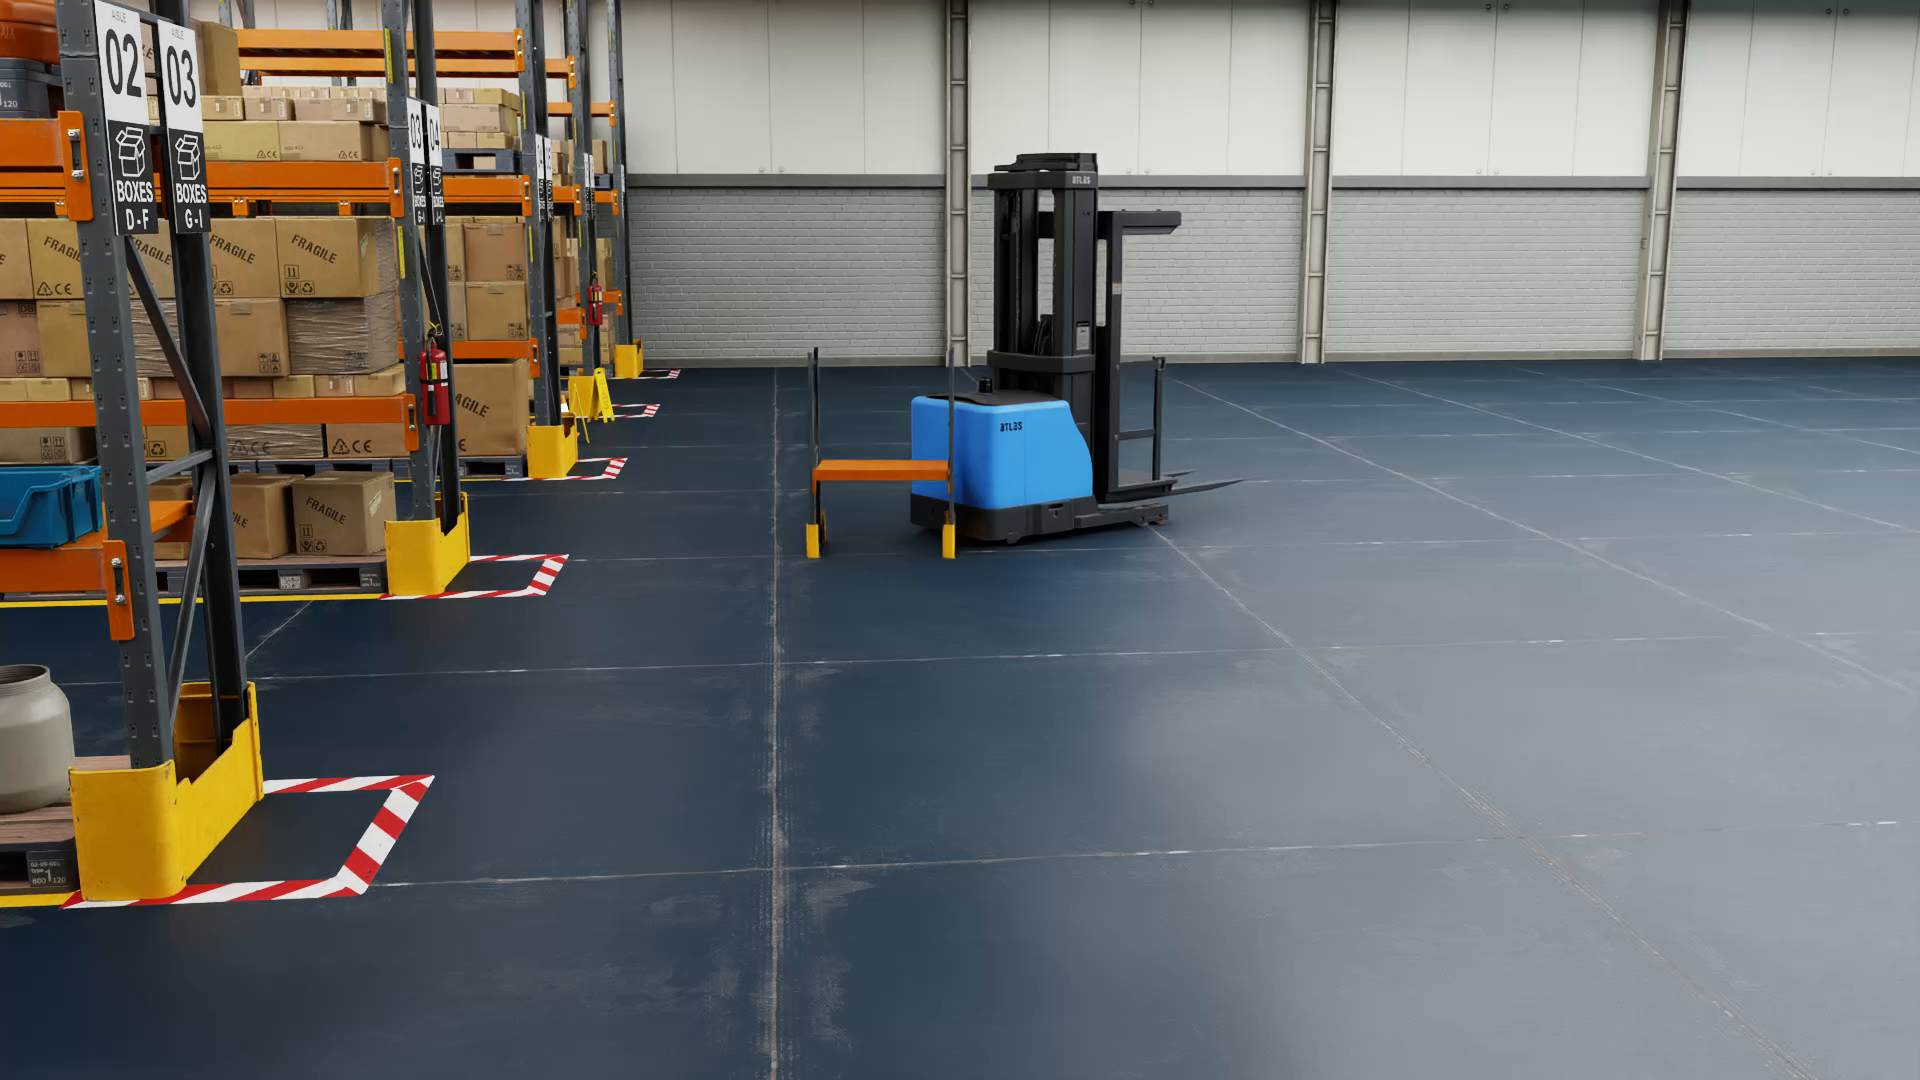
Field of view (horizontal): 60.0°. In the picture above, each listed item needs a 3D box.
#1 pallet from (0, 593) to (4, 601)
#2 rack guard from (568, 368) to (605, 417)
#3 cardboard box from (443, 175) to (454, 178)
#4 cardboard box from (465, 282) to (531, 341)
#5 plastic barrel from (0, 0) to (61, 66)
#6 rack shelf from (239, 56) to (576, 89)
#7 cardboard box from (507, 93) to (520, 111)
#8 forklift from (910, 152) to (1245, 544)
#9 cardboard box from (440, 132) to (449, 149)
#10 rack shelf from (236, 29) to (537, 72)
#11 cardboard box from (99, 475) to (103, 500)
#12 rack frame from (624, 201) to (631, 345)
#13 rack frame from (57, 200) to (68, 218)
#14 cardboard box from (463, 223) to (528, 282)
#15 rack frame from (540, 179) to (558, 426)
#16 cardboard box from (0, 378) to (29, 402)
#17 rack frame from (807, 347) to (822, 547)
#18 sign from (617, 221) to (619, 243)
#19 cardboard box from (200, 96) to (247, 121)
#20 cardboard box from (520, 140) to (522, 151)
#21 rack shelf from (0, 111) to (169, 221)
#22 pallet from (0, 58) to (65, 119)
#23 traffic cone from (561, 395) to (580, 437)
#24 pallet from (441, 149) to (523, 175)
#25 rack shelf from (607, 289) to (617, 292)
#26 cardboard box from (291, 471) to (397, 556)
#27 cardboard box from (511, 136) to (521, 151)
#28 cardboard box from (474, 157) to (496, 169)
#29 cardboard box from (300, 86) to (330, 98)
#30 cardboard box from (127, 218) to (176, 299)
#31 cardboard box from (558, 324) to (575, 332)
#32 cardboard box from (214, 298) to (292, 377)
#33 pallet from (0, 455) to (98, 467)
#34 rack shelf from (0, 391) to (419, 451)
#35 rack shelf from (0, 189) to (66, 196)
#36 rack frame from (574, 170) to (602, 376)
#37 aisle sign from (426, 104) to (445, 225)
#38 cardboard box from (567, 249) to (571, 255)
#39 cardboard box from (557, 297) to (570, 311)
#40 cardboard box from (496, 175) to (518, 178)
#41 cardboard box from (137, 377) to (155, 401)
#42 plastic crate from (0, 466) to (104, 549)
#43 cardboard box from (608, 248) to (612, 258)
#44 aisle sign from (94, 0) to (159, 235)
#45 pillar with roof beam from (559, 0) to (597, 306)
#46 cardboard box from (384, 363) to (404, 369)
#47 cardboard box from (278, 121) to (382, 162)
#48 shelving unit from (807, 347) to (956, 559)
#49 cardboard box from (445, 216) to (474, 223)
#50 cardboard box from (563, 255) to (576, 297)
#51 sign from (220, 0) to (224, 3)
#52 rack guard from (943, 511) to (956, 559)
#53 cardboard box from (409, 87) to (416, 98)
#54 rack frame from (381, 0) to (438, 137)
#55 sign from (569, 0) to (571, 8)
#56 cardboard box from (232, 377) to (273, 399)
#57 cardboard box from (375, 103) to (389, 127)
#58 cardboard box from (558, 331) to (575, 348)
[{"bbox_3d":[-6.913,0.213,11.235,1.213,0.211,1.003,-1,11,-6],"label":"pallet"},{"bbox_3d":[-4.746,-1.890,21.184,0.348,0.500,1.175,-1,11,-6],"label":"rack guard"},{"bbox_3d":[-6.271,-4.384,20.267,0.250,0.149,0.380,-2,11,-8],"label":"cardboard box"},{"bbox_3d":[-4.399,-2.228,16.035,0.550,0.550,0.875,-1,11,-6],"label":"cardboard box"},{"bbox_3d":[-3.534,-2.122,5.906,0.708,0.830,0.600,-1,11,-6],"label":"plastic barrel"},{"bbox_3d":[-6.658,-5.665,20.230,4.000,0.370,1.077,-1,11,-6],"label":"rack shelf"},{"bbox_3d":[-4.401,-4.220,16.016,0.250,0.149,0.380,-1,11,-5],"label":"cardboard box"},{"bbox_3d":[1.076,-1.613,13.474,3.031,2.935,1.130,-9,14,-37],"label":"forklift"},{"bbox_3d":[-4.835,-3.692,15.398,0.250,0.149,0.380,-1,11,-5],"label":"cardboard box"},{"bbox_3d":[-6.023,-4.523,15.450,4.000,0.370,1.077,-1,11,-6],"label":"rack shelf"},{"bbox_3d":[-5.997,-0.156,11.275,0.500,0.500,0.500,-2,11,-11],"label":"cardboard box"},{"bbox_3d":[-5.210,-4.069,25.789,0.053,2.616,0.949,-1,11,-6],"label":"rack frame"},{"bbox_3d":[-13.163,-3.903,24.945,0.127,3.000,1.000,-1,11,-6],"label":"rack frame"},{"bbox_3d":[-4.408,-2.774,16.013,0.550,0.550,0.875,-1,11,-6],"label":"cardboard box"},{"bbox_3d":[-4.035,-2.170,16.130,0.053,2.616,0.949,-1,11,-6],"label":"rack frame"},{"bbox_3d":[-6.090,-0.988,10.770,0.250,0.149,0.380,-1,11,-6],"label":"cardboard box"},{"bbox_3d":[-1.077,-0.657,12.322,0.032,1.500,0.500,0,11,1],"label":"rack frame"},{"bbox_3d":[-5.165,-4.650,25.127,0.005,0.325,0.100,-1,11,-6],"label":"sign"},{"bbox_3d":[-4.621,-2.726,10.538,0.250,0.149,0.380,-1,11,-6],"label":"cardboard box"},{"bbox_3d":[-5.235,-4.796,20.295,0.250,0.149,0.380,-1,11,-5],"label":"cardboard box"},{"bbox_3d":[-5.053,-1.345,6.021,4.000,0.370,1.077,-1,11,-6],"label":"rack shelf"},{"bbox_3d":[-3.898,-1.648,6.189,1.213,0.211,1.003,-1,11,-6],"label":"pallet"},{"bbox_3d":[-4.500,-1.411,18.845,0.334,0.463,0.336,-1,11,-6],"label":"traffic cone"},{"bbox_3d":[-4.771,-3.581,15.764,1.213,0.211,1.003,-1,11,-6],"label":"pallet"},{"bbox_3d":[-7.198,-3.771,25.631,3.809,0.124,0.919,-1,11,-6],"label":"rack shelf"},{"bbox_3d":[-4.223,-0.187,11.435,0.500,0.500,0.500,1,11,4],"label":"cardboard box"},{"bbox_3d":[-4.411,-3.829,16.094,0.250,0.149,0.380,-1,11,-6],"label":"cardboard box"},{"bbox_3d":[-5.652,-4.592,20.291,0.500,0.250,0.500,-1,11,-7],"label":"cardboard box"},{"bbox_3d":[-5.850,-4.062,15.213,0.250,0.149,0.380,-1,11,-6],"label":"cardboard box"},{"bbox_3d":[-5.114,-1.823,10.741,0.500,0.500,0.500,-1,11,-6],"label":"cardboard box"},{"bbox_3d":[-6.141,-3.336,25.508,0.500,0.250,0.500,-1,11,-5],"label":"cardboard box"},{"bbox_3d":[-4.634,-1.373,11.044,0.500,0.500,0.875,-1,11,-6],"label":"cardboard box"},{"bbox_3d":[-8.771,-0.689,15.823,1.213,0.211,1.003,-1,11,-6],"label":"pallet"},{"bbox_3d":[-5.588,-0.823,11.142,4.000,0.370,1.077,-1,11,-6],"label":"rack shelf"},{"bbox_3d":[-10.000,-3.164,15.277,4.000,0.370,1.077,-1,11,-6],"label":"rack shelf"},{"bbox_3d":[-4.670,-3.118,20.951,0.127,3.000,1.000,-1,11,-6],"label":"rack frame"},{"bbox_3d":[-3.571,-2.552,11.332,0.004,0.787,0.394,-1,11,-6],"label":"aisle sign"},{"bbox_3d":[-6.040,-4.371,25.387,0.250,0.149,0.380,-1,11,-5],"label":"cardboard box"},{"bbox_3d":[-5.019,-2.946,20.727,0.250,0.149,0.380,-1,11,-4],"label":"cardboard box"},{"bbox_3d":[-5.506,-4.395,20.322,0.250,0.149,0.380,-1,11,-4],"label":"cardboard box"},{"bbox_3d":[-5.341,-0.997,10.815,0.250,0.149,0.380,-1,11,-6],"label":"cardboard box"},{"bbox_3d":[-3.530,-0.127,6.122,0.616,0.251,0.499,-1,11,-6],"label":"plastic crate"},{"bbox_3d":[-5.575,-4.480,25.938,0.250,0.149,0.380,-1,11,-8],"label":"cardboard box"},{"bbox_3d":[-2.961,-1.488,5.920,0.004,0.787,0.394,-1,11,-6],"label":"aisle sign"},{"bbox_3d":[-5.535,-6.346,21.820,0.400,9.000,9.100,-1,11,-6],"label":"pillar with roof beam"},{"bbox_3d":[-3.909,-1.134,11.511,0.250,0.149,0.380,-1,11,-6],"label":"cardboard box"},{"bbox_3d":[-4.052,-2.557,10.710,0.500,0.250,0.500,-1,11,-5],"label":"cardboard box"},{"bbox_3d":[-0.578,-0.656,12.316,1.083,1.500,0.587,0,11,1],"label":"shelving unit"},{"bbox_3d":[-6.154,-3.711,20.348,0.500,0.500,0.700,-1,11,-7],"label":"cardboard box"},{"bbox_3d":[-5.171,-3.356,21.133,0.500,0.500,0.500,-1,11,-7],"label":"cardboard box"},{"bbox_3d":[-8.581,-6.408,19.302,0.005,0.325,0.100,-1,11,-6],"label":"sign"},{"bbox_3d":[-0.080,-0.041,12.431,0.087,0.250,0.587,0,11,1],"label":"rack guard"},{"bbox_3d":[-5.094,-4.078,15.293,0.250,0.149,0.380,-1,11,-5],"label":"cardboard box"},{"bbox_3d":[-3.600,-4.161,10.705,0.127,3.000,1.000,-1,11,-6],"label":"rack frame"},{"bbox_3d":[-4.630,-6.491,19.723,0.005,0.325,0.100,-1,11,-6],"label":"sign"},{"bbox_3d":[-4.603,-1.026,10.963,0.250,0.149,0.380,-1,11,-6],"label":"cardboard box"},{"bbox_3d":[-3.899,-2.850,11.167,0.250,0.149,0.380,-1,11,-6],"label":"cardboard box"},{"bbox_3d":[-6.160,-3.093,25.570,0.500,0.250,0.500,-1,11,-7],"label":"cardboard box"}]
